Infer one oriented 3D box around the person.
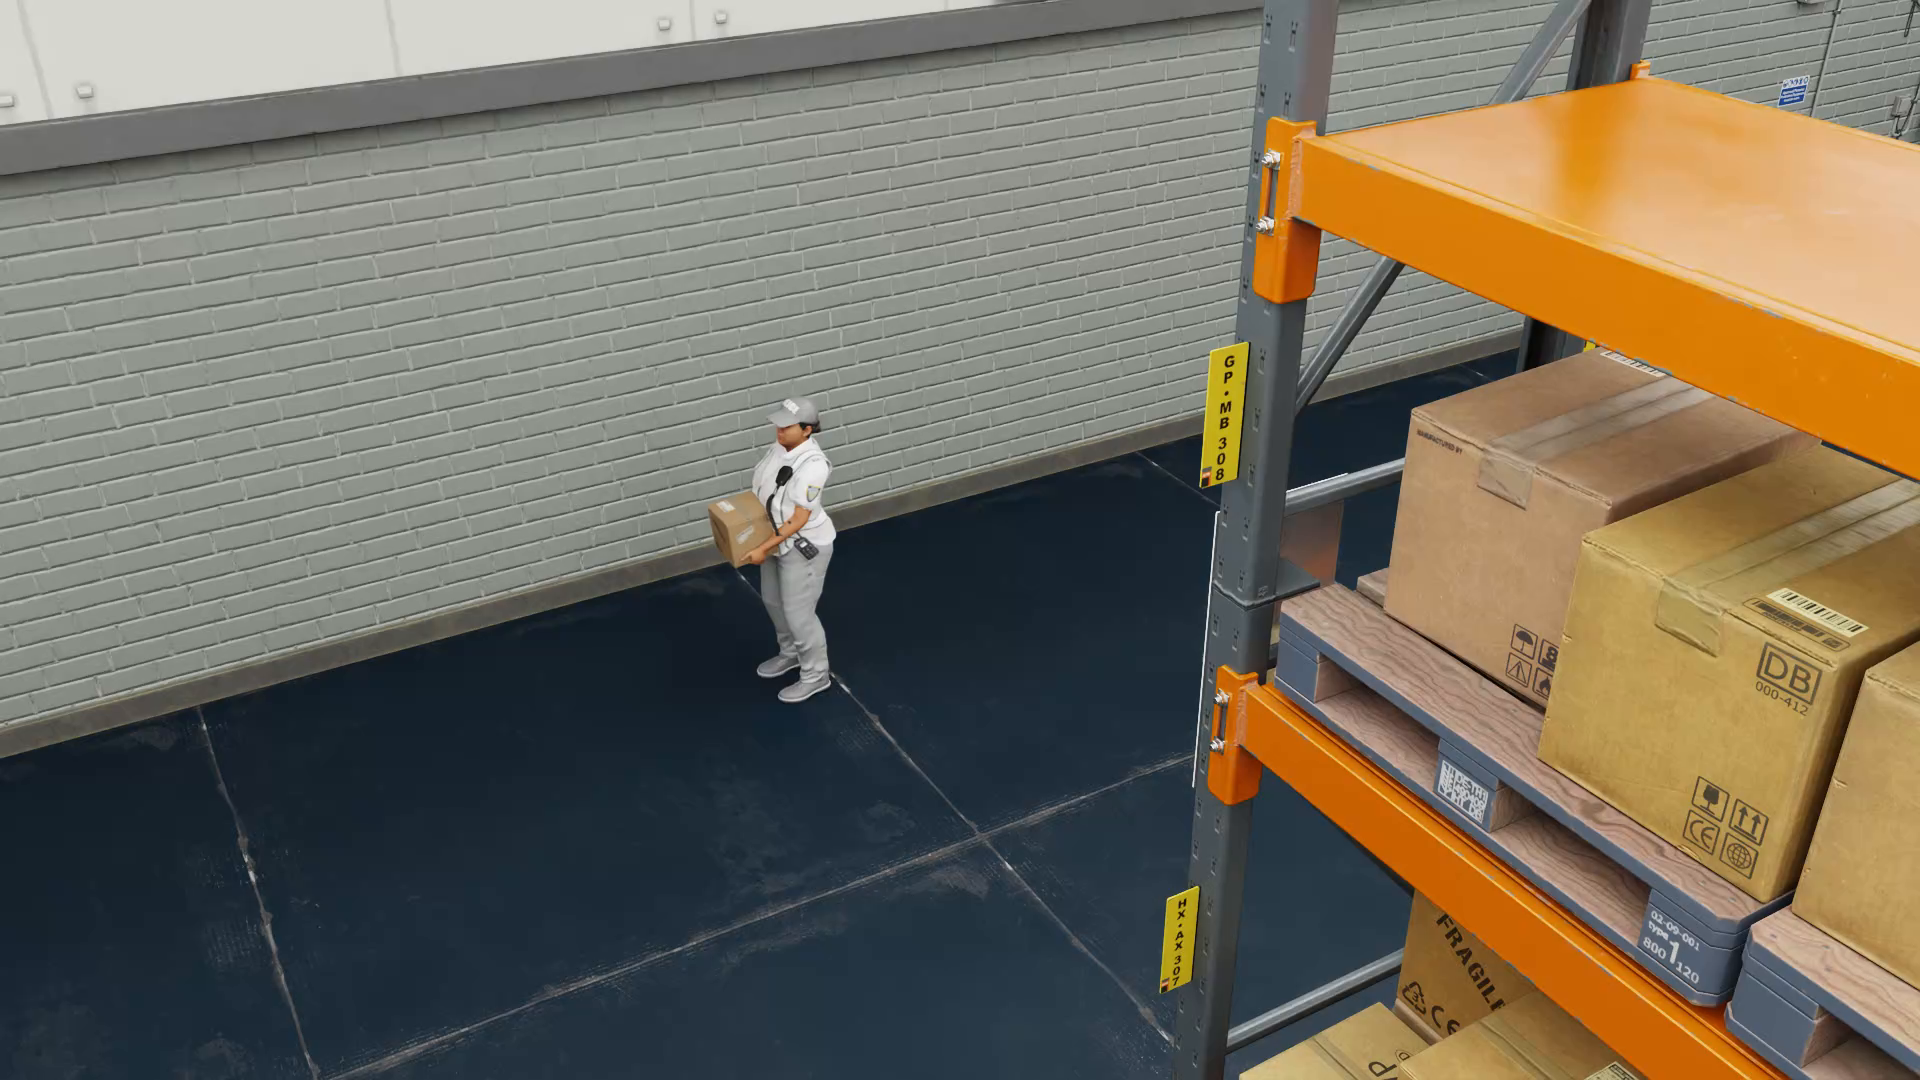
[{"bbox_3d":[-0.913,0.046,8.479,0.541,1.653,0.453,-16,33,-26],"label":"person"}]
